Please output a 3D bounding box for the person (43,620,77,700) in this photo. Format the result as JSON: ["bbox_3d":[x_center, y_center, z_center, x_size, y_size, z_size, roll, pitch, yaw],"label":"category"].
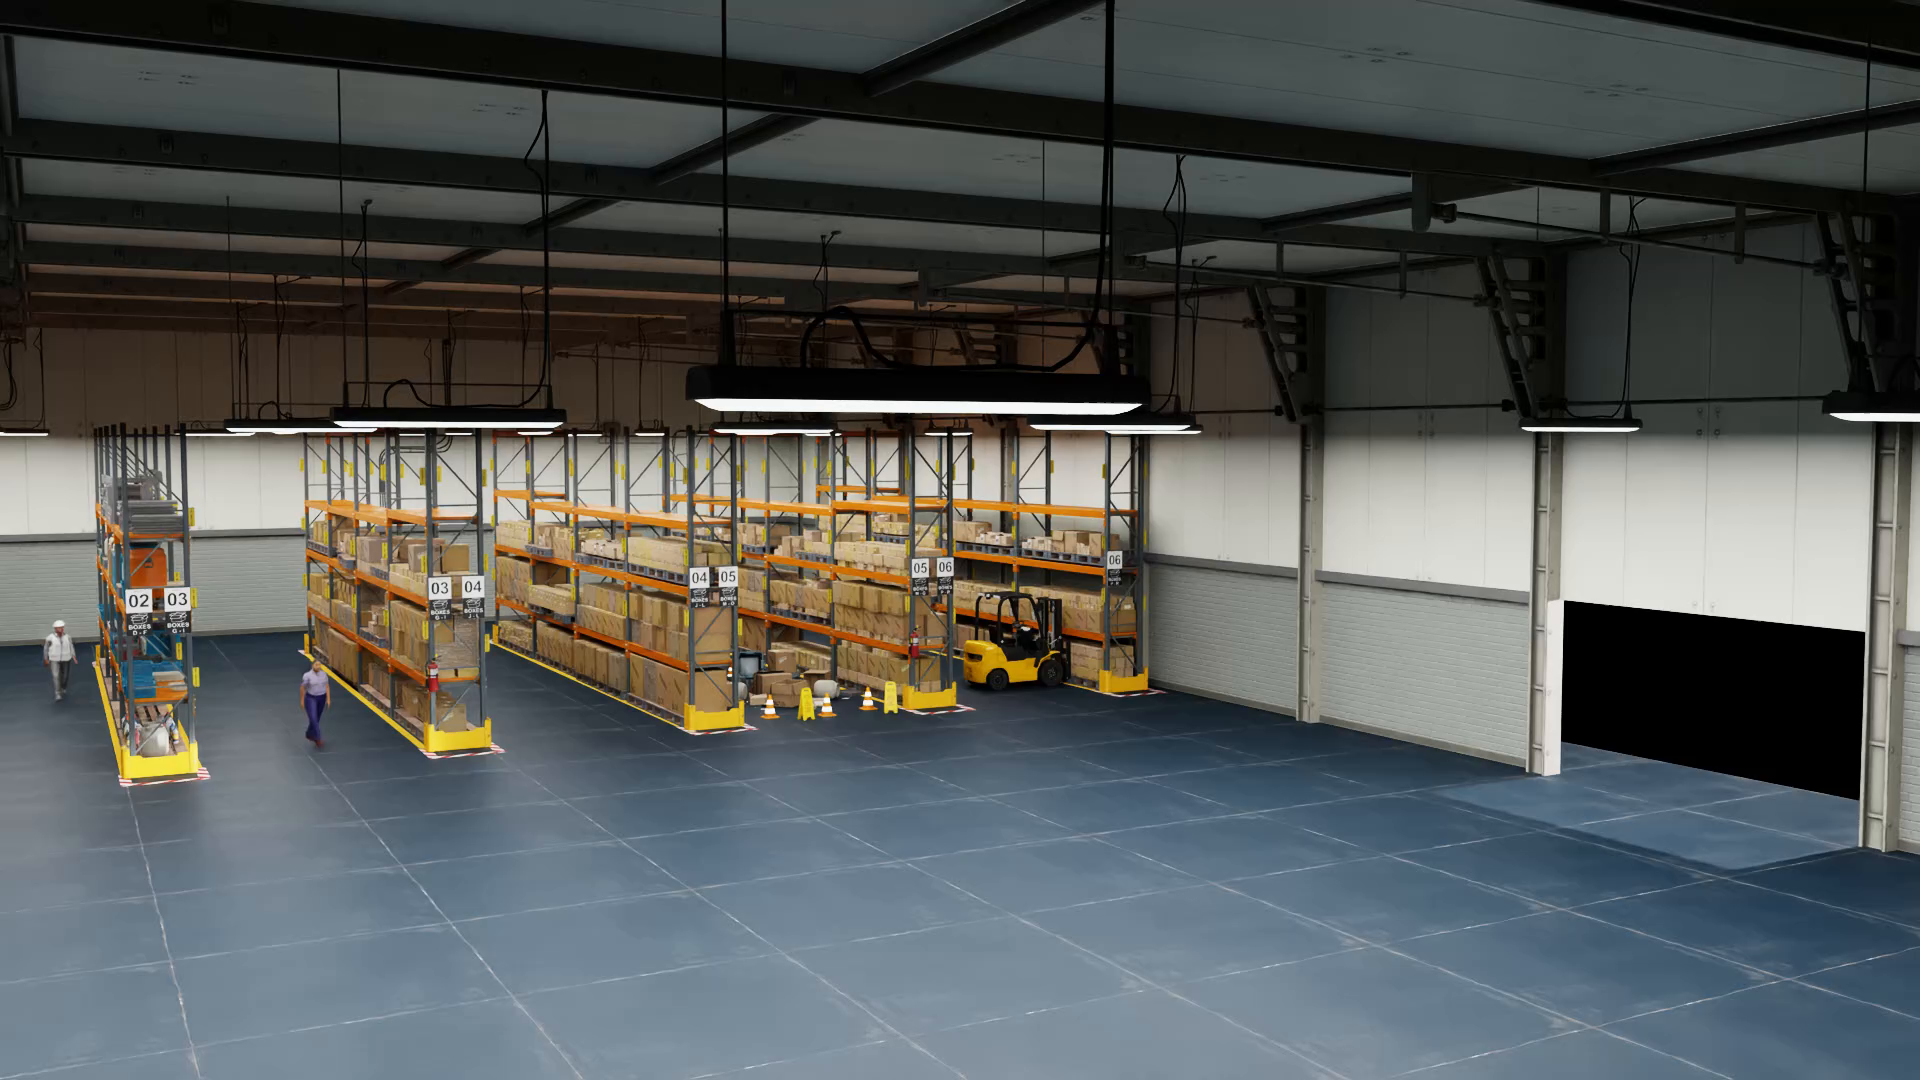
[{"bbox_3d":[-19.828,2.631,36.637,0.639,1.719,1.068,-2,4,-31],"label":"person"}]

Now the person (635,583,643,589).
[{"bbox_3d":[-8.943,2.054,46.035,0.656,1.756,0.475,-3,5,-40],"label":"person"}]

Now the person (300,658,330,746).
[{"bbox_3d":[-12.066,3.011,31.178,0.956,1.596,0.517,2,4,34],"label":"person"}]
